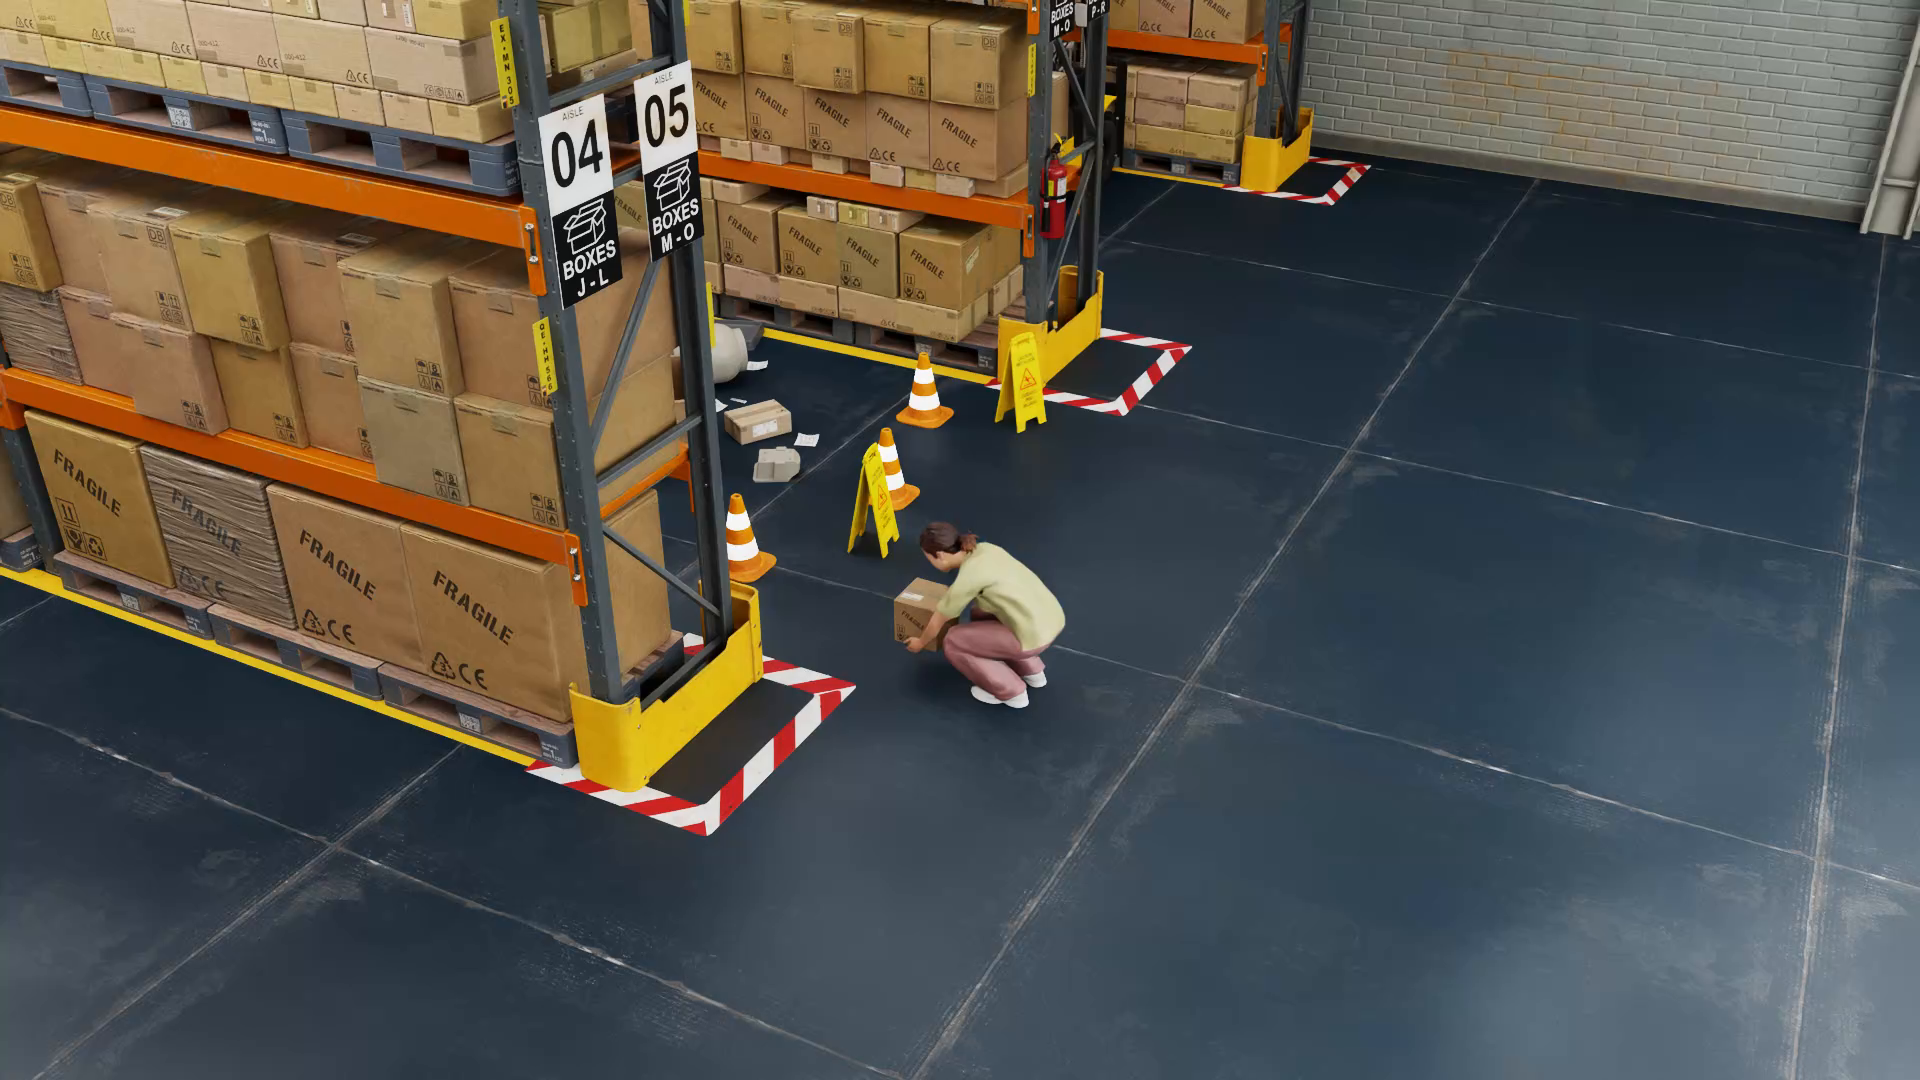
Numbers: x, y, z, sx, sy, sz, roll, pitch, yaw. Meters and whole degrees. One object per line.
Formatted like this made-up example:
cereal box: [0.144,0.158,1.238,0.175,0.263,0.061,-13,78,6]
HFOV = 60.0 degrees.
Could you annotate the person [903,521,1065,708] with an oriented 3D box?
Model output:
person: [0.126,0.351,8.432,0.807,0.929,0.494,14,33,23]
